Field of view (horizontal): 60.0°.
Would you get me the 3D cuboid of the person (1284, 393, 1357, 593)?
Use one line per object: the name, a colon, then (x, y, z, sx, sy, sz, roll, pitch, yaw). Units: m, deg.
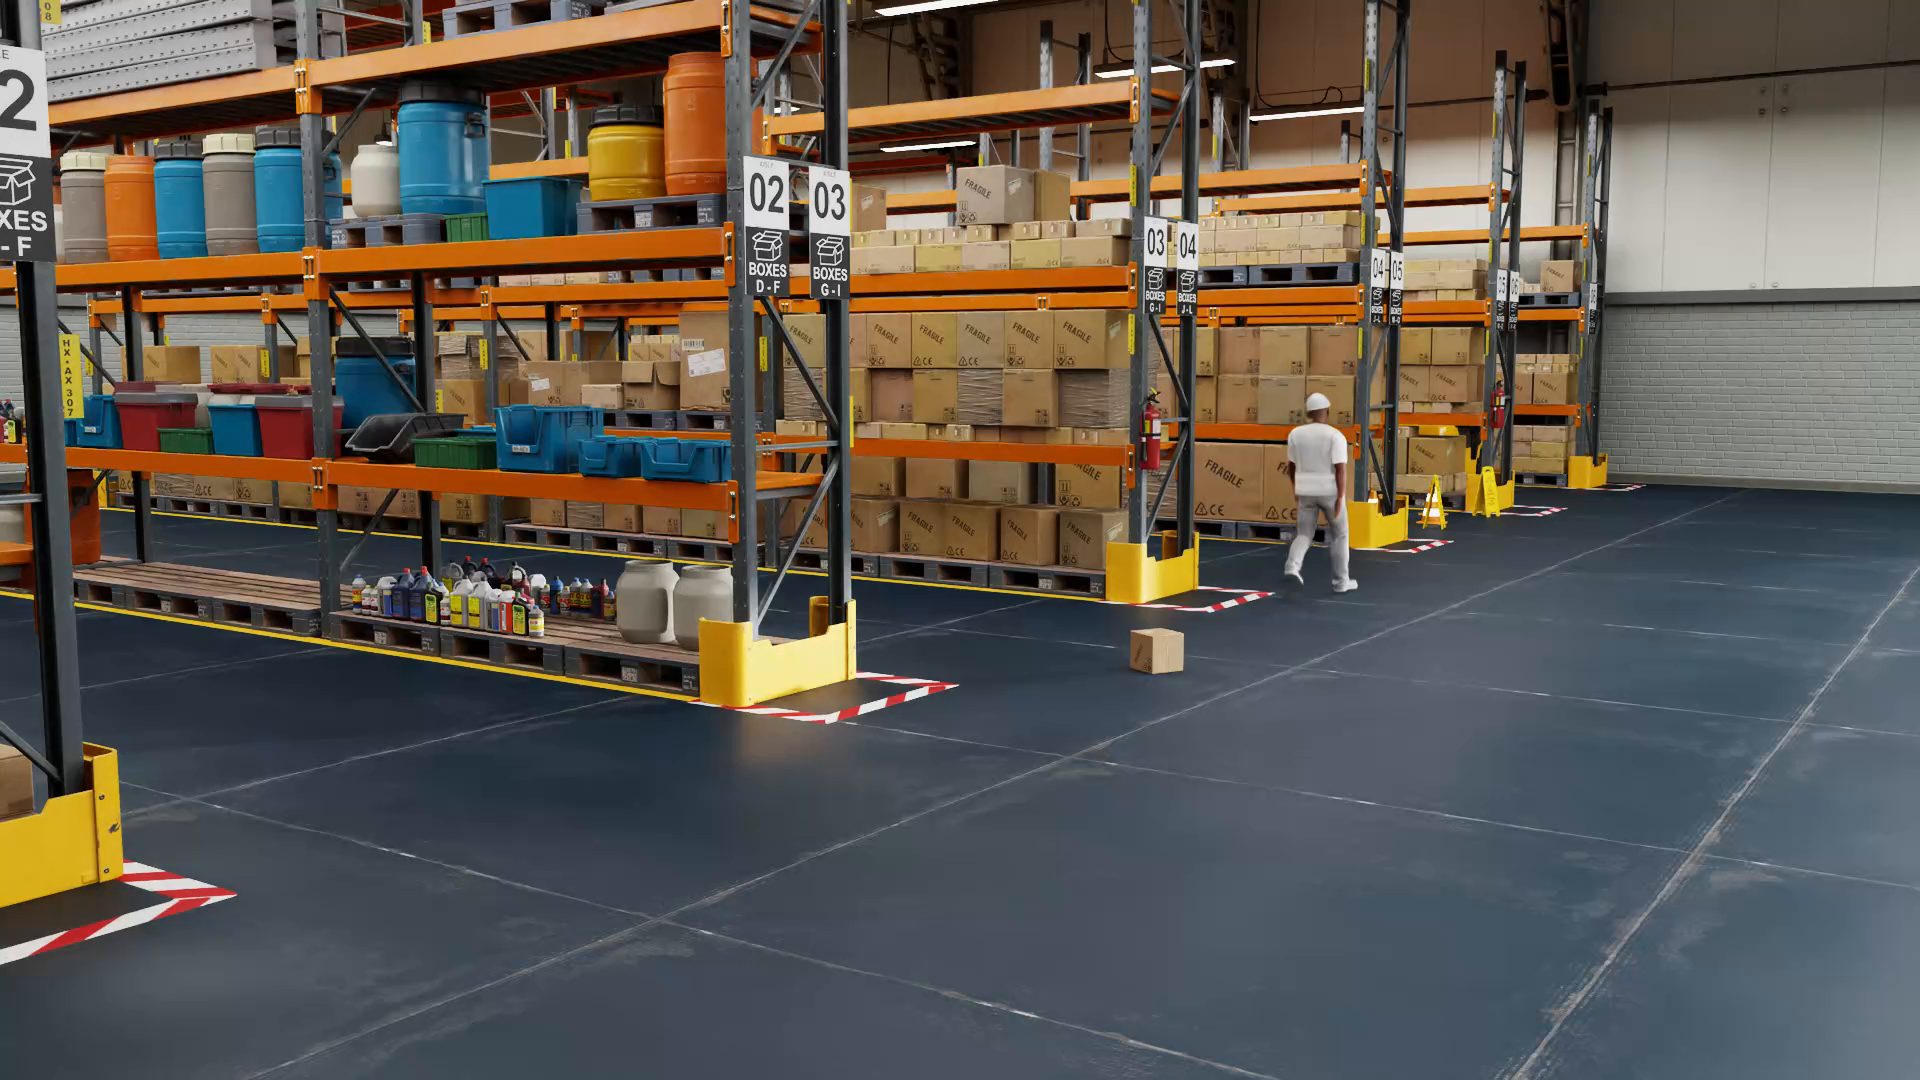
person: (3.086, -0.393, 14.350, 0.580, 1.731, 0.904, 4, 8, 35)
